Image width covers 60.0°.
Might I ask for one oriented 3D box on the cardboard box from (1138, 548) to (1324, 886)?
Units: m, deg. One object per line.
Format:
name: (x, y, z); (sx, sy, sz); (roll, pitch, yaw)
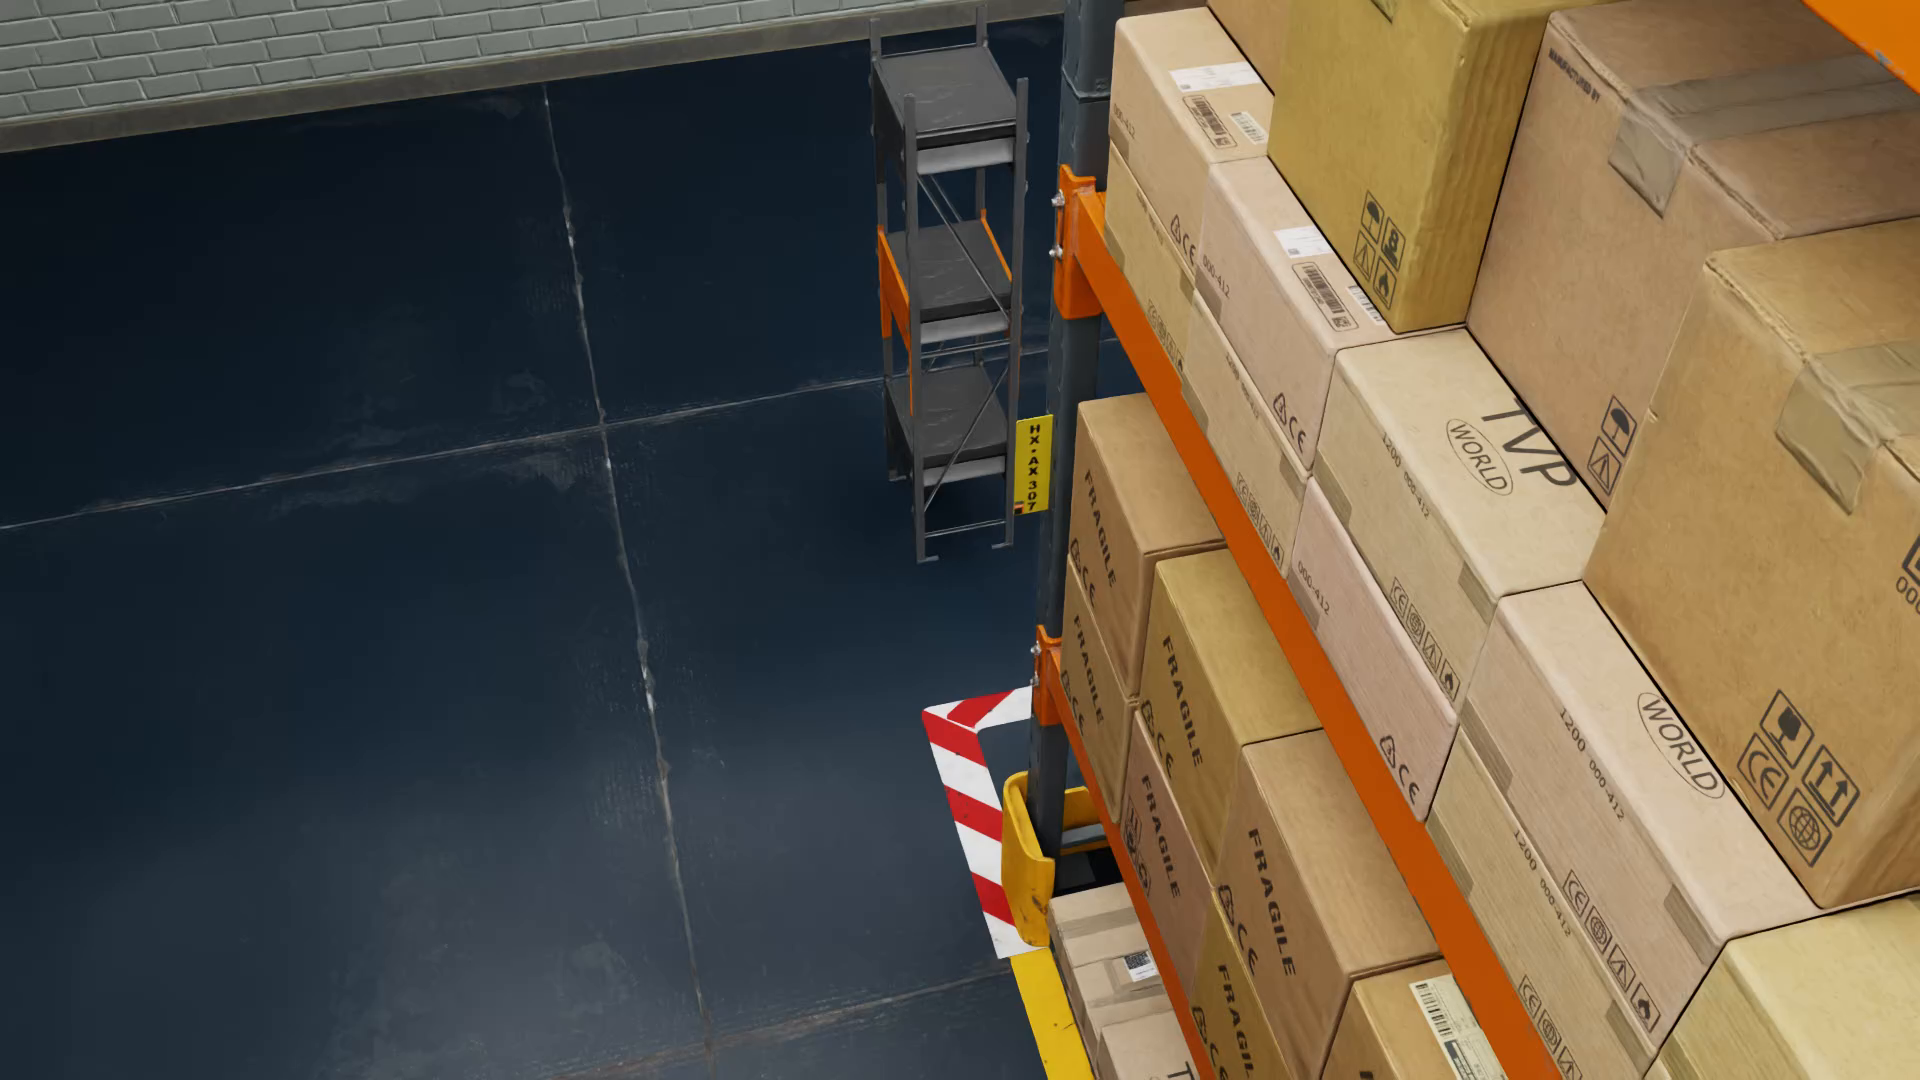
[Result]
cardboard box: (0.713, 0.345, 3.542); (0.500, 0.500, 0.500); (-10, 46, -10)

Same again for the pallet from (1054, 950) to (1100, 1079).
pallet: (0.937, 1.595, 5.040); (1.003, 0.211, 1.213); (-11, 47, -10)

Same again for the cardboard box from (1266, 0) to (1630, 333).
cardboard box: (0.906, -0.707, 2.472); (0.700, 0.500, 0.500); (-11, 47, -10)

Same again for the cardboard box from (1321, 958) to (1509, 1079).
cardboard box: (0.967, 1.042, 2.859); (0.500, 0.500, 0.500); (-11, 47, -11)

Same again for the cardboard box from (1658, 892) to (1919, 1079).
cardboard box: (1.099, 0.628, 1.690); (0.500, 0.250, 0.500); (-11, 47, -10)

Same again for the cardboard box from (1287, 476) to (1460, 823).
cardboard box: (0.844, 0.112, 2.545); (0.500, 0.250, 0.500); (-11, 47, -10)

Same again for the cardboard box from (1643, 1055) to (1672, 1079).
cardboard box: (1.101, 0.802, 1.868); (0.500, 0.250, 0.500); (-11, 47, -10)

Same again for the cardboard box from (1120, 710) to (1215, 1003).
cardboard box: (0.709, 0.691, 3.903); (0.500, 0.500, 0.500); (-11, 47, -11)

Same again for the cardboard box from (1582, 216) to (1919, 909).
cardboard box: (1.175, -0.019, 1.798); (0.700, 0.500, 0.500); (-11, 47, -10)

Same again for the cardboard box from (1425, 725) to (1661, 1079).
cardboard box: (0.978, 0.456, 2.208); (0.500, 0.250, 0.500); (-11, 47, -10)

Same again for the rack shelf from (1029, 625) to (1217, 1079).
rack shelf: (1.225, 1.648, 3.538); (1.077, 0.370, 4.000); (-11, 47, -10)

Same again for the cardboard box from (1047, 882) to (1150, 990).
cardboard box: (0.488, 1.212, 5.150); (0.380, 0.149, 0.250); (-11, 47, -10)

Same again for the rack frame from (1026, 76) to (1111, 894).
rack frame: (0.713, 0.016, 4.634); (1.000, 3.000, 0.127); (-11, 47, -10)

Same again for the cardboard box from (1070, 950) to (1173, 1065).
cardboard box: (0.552, 1.378, 4.975); (0.380, 0.166, 0.250); (-11, 47, -10)

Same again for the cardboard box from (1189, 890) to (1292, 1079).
cardboard box: (0.834, 1.038, 3.563); (0.500, 0.500, 0.500); (-11, 47, -10)

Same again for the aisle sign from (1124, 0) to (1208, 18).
aisle sign: (0.411, -0.888, 3.699); (0.394, 0.787, 0.004); (-11, 47, -10)

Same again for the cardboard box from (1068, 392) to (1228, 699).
cardboard box: (0.571, -0.015, 3.894); (0.500, 0.500, 0.500); (-9, 46, -9)

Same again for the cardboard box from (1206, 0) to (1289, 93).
cardboard box: (0.860, -1.067, 2.825); (0.700, 0.500, 0.500); (-11, 47, -10)

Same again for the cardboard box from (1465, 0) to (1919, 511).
cardboard box: (1.138, -0.381, 2.153); (0.700, 0.500, 0.500); (-11, 47, -10)

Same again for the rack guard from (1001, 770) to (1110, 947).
rack guard: (0.732, 0.943, 5.476); (1.175, 0.500, 0.348); (-11, 47, -10)

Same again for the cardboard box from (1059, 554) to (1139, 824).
cardboard box: (0.571, 0.335, 4.251); (0.500, 0.500, 0.500); (-10, 46, -9)

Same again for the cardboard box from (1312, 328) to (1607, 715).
cardboard box: (0.848, -0.064, 2.367); (0.500, 0.250, 0.500); (-11, 47, -10)

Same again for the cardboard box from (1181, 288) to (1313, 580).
cardboard box: (0.714, -0.233, 2.883); (0.500, 0.250, 0.500); (-11, 47, -10)

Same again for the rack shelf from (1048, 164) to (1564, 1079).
rack shelf: (1.225, 0.599, 2.467); (1.077, 0.370, 4.000); (-11, 47, -10)

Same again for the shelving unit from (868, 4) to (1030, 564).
shelving unit: (-0.042, -0.849, 6.112); (0.431, 2.100, 0.503); (-11, 47, -10)

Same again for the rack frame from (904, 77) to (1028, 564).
rack frame: (0.020, -0.681, 5.947); (0.400, 2.100, 0.015); (-11, 47, -10)

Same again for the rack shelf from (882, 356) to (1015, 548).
rack shelf: (-0.042, -0.350, 6.622); (0.431, 0.518, 0.480); (-11, 47, -10)

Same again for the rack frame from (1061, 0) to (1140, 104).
rack frame: (0.713, -2.084, 2.492); (1.000, 3.000, 0.127); (-11, 47, -10)

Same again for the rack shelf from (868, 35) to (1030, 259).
rack shelf: (-0.042, -1.330, 5.622); (0.431, 0.518, 0.480); (-11, 47, -10)

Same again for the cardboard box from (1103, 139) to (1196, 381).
cardboard box: (0.598, -0.580, 3.223); (0.500, 0.250, 0.500); (-11, 47, -10)

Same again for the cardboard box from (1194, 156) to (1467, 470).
cardboard box: (0.714, -0.408, 2.704); (0.500, 0.250, 0.500); (-11, 47, -10)

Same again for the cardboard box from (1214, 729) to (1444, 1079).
cardboard box: (0.836, 0.691, 3.202); (0.500, 0.500, 0.500); (-10, 46, -10)

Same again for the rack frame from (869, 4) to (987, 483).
rack frame: (-0.105, -1.018, 6.277); (0.400, 2.100, 0.015); (-11, 47, -10)

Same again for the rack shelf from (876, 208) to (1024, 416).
rack shelf: (-0.042, -0.840, 6.122); (0.431, 0.518, 0.480); (-11, 47, -10)

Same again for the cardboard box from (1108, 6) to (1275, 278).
cardboard box: (0.593, -0.754, 3.044); (0.500, 0.250, 0.500); (-11, 47, -10)

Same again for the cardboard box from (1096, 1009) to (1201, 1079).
cardboard box: (0.706, 1.597, 4.702); (0.500, 0.250, 0.500); (-11, 47, -10)

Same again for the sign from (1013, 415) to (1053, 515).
sign: (0.188, -0.188, 4.228); (0.100, 0.325, 0.005); (-11, 47, -10)

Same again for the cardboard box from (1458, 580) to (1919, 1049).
cardboard box: (0.972, 0.282, 2.028); (0.500, 0.250, 0.500); (-11, 47, -10)
